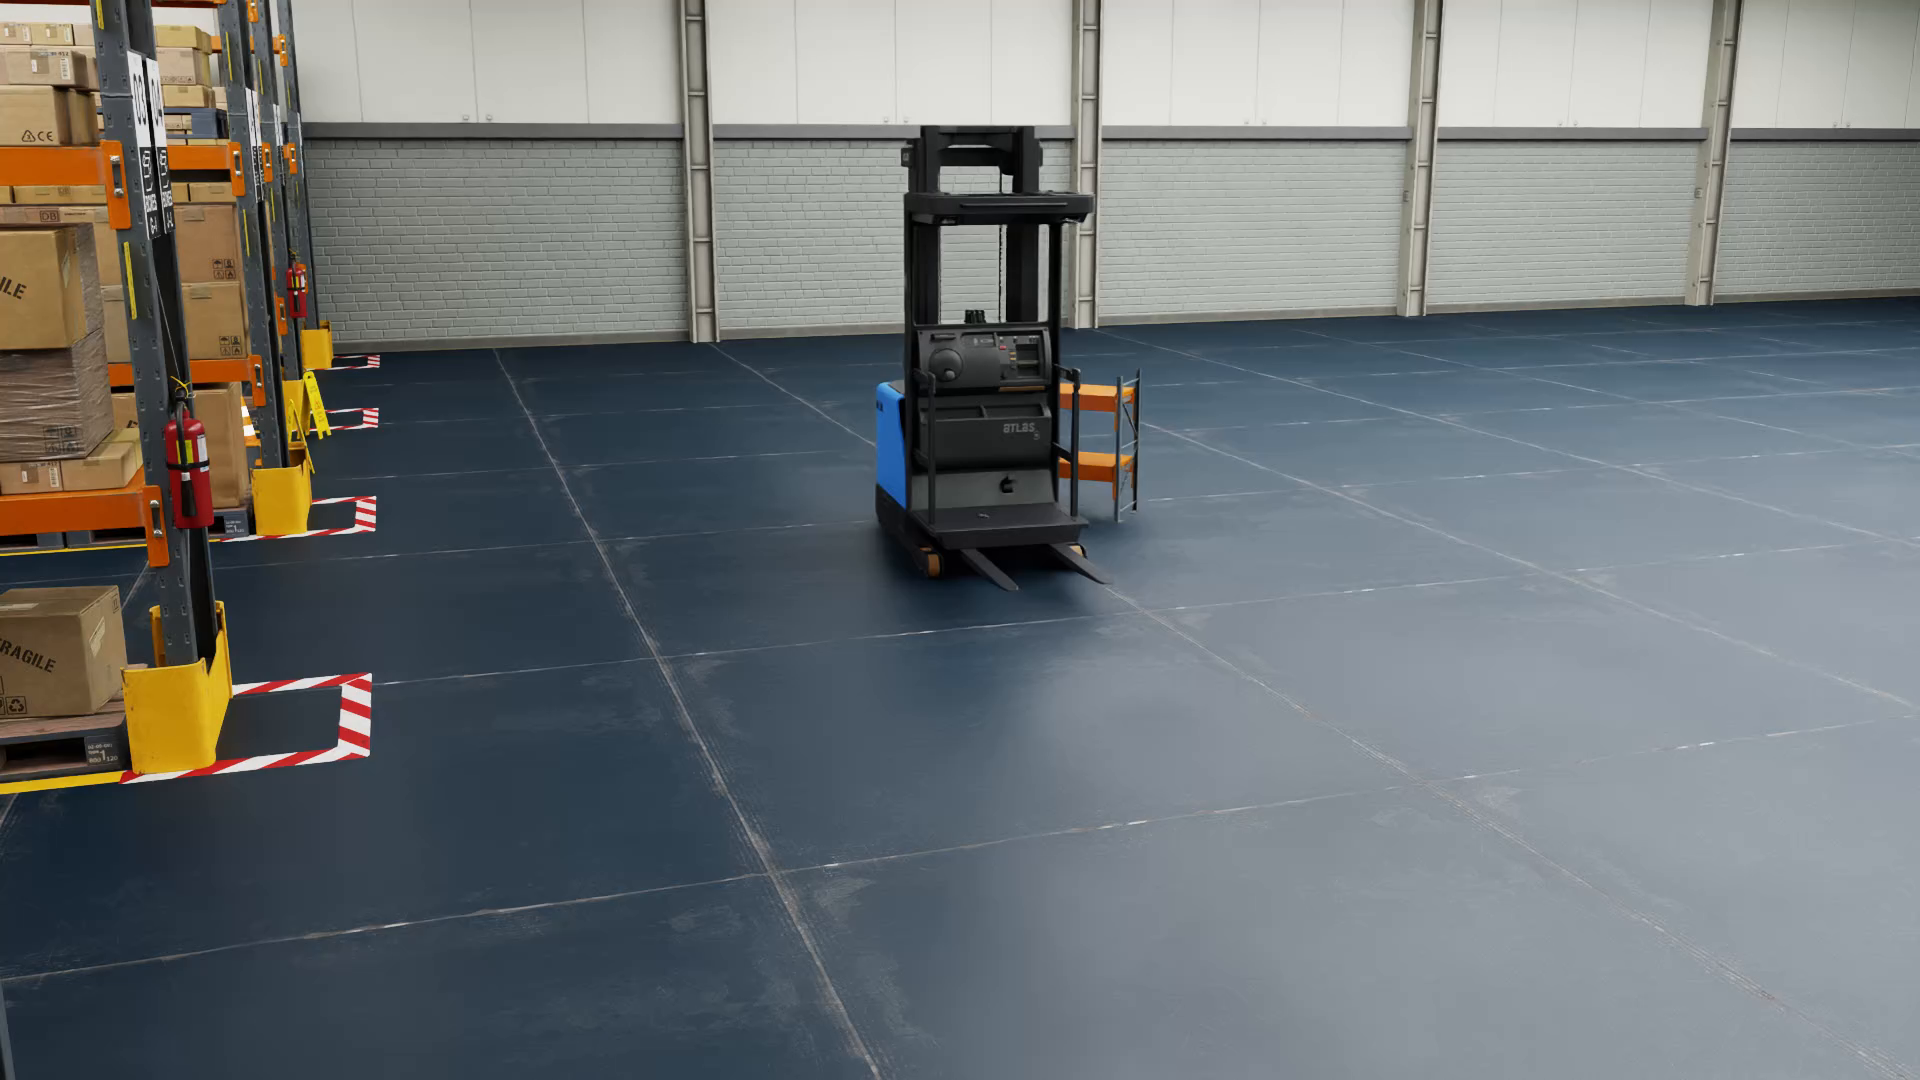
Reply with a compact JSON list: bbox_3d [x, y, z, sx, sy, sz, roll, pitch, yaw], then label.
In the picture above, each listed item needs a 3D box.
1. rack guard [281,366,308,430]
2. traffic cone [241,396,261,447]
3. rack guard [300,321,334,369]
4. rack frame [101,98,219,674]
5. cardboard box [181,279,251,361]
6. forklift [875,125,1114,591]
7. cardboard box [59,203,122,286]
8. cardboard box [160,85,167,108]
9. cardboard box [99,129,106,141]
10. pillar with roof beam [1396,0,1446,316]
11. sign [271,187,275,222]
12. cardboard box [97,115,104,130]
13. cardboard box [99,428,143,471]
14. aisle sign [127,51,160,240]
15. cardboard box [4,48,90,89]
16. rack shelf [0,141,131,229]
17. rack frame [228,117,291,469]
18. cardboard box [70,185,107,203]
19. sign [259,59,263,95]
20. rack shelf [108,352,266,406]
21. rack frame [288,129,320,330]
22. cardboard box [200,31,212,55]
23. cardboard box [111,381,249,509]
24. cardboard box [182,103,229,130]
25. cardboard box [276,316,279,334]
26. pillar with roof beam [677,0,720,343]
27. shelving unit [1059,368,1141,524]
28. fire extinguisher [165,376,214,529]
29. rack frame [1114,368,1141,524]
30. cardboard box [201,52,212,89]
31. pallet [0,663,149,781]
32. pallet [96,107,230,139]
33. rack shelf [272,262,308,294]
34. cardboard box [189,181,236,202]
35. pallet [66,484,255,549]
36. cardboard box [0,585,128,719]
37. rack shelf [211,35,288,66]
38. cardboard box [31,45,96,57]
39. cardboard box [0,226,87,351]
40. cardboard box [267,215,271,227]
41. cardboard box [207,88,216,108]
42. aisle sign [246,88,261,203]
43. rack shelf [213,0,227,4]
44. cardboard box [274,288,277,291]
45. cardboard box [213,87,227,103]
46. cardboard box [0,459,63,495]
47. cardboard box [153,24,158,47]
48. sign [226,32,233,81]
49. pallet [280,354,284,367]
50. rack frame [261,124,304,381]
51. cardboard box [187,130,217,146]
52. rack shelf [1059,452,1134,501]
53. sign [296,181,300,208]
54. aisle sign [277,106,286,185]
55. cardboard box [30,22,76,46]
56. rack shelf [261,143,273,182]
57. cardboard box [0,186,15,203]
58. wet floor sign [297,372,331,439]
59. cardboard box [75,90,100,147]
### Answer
[{"bbox_3d":[-6.973,-1.477,17.272,0.348,0.500,1.175,-4,14,-18],"label":"rack guard"},{"bbox_3d":[-6.897,-1.150,15.978,0.334,0.463,0.336,-4,14,-18],"label":"traffic cone"},{"bbox_3d":[-8.465,-2.573,21.879,0.348,0.500,1.175,-4,14,-18],"label":"rack guard"},{"bbox_3d":[-3.740,-0.525,7.869,0.127,3.000,1.000,-4,14,-18],"label":"rack frame"},{"bbox_3d":[-5.563,-1.656,12.300,0.550,0.550,0.875,-4,14,-18],"label":"cardboard box"},{"bbox_3d":[0.224,-1.267,11.136,1.130,2.935,3.031,-3,14,-14],"label":"forklift"},{"bbox_3d":[-6.082,-2.139,11.997,0.550,0.550,0.875,-4,14,-18],"label":"cardboard box"},{"bbox_3d":[-5.672,-3.093,11.603,0.250,0.149,0.380,-4,14,-18],"label":"cardboard box"},{"bbox_3d":[-8.120,-3.878,16.023,0.250,0.149,0.380,-5,14,-19],"label":"cardboard box"},{"bbox_3d":[8.998,-7.236,23.119,0.400,9.000,9.100,-4,14,-18],"label":"pillar with roof beam"},{"bbox_3d":[-6.743,-3.293,16.318,0.005,0.325,0.100,-4,14,-18],"label":"sign"},{"bbox_3d":[-8.267,-4.057,15.915,0.500,0.250,0.500,-4,14,-16],"label":"cardboard box"},{"bbox_3d":[-4.086,-0.434,8.030,0.250,0.149,0.380,-4,14,-18],"label":"cardboard box"},{"bbox_3d":[-3.586,-1.729,7.311,0.004,0.787,0.394,-4,14,-18],"label":"aisle sign"},{"bbox_3d":[-3.904,-2.017,7.119,0.250,0.149,0.380,-4,14,-18],"label":"cardboard box"},{"bbox_3d":[-5.636,-1.487,6.985,4.000,0.370,1.077,-4,14,-18],"label":"rack shelf"},{"bbox_3d":[-5.226,-1.621,12.474,0.127,3.000,1.000,-4,14,-18],"label":"rack frame"},{"bbox_3d":[-8.248,-3.197,16.082,0.500,0.500,0.700,-5,14,-19],"label":"cardboard box"},{"bbox_3d":[-6.743,-4.466,16.039,0.005,0.325,0.100,-4,14,-18],"label":"sign"},{"bbox_3d":[-7.122,-1.123,11.937,4.000,0.370,1.077,-4,14,-18],"label":"rack shelf"},{"bbox_3d":[-8.487,-3.787,21.582,0.127,3.000,1.000,-4,14,-18],"label":"rack frame"},{"bbox_3d":[-5.644,-3.644,12.193,0.250,0.149,0.380,-4,14,-17],"label":"cardboard box"},{"bbox_3d":[-5.848,-0.727,12.400,0.875,0.875,0.875,-4,14,-18],"label":"cardboard box"},{"bbox_3d":[-7.300,-4.133,16.235,0.500,0.250,0.500,-5,14,-19],"label":"cardboard box"},{"bbox_3d":[-8.849,-2.793,21.355,0.500,0.250,0.500,-5,14,-19],"label":"cardboard box"},{"bbox_3d":[-2.375,-6.351,19.395,0.400,9.000,9.100,-4,14,-18],"label":"pillar with roof beam"},{"bbox_3d":[0.822,-0.773,12.960,1.048,1.125,0.538,6,15,23],"label":"shelving unit"},{"bbox_3d":[-3.485,-0.395,7.489,0.183,0.674,0.296,-4,14,-18],"label":"fire extinguisher"},{"bbox_3d":[1.287,-0.725,12.762,0.032,1.125,0.500,6,15,23],"label":"rack frame"},{"bbox_3d":[-5.765,-3.425,12.137,0.500,0.250,0.500,-4,14,-18],"label":"cardboard box"},{"bbox_3d":[-4.593,0.889,7.949,1.213,0.211,1.003,-4,14,-18],"label":"pallet"},{"bbox_3d":[-5.926,-2.980,11.897,1.213,0.211,1.003,-4,14,-18],"label":"pallet"},{"bbox_3d":[-10.383,-3.290,21.045,4.000,0.370,1.077,-4,14,-18],"label":"rack shelf"},{"bbox_3d":[-7.315,-3.293,16.485,0.500,0.500,0.700,-5,14,-19],"label":"cardboard box"},{"bbox_3d":[-5.959,-0.188,12.476,1.213,0.211,1.003,-4,14,-18],"label":"pallet"},{"bbox_3d":[-4.337,0.529,7.932,0.500,0.500,0.500,-2,14,-8],"label":"cardboard box"},{"bbox_3d":[-10.383,-6.014,20.397,4.000,0.370,1.077,-4,14,-18],"label":"rack shelf"},{"bbox_3d":[-6.075,-3.270,11.486,0.500,0.250,0.500,-4,14,-18],"label":"cardboard box"},{"bbox_3d":[-4.183,-1.110,7.309,0.500,0.500,0.500,-4,14,-18],"label":"cardboard box"},{"bbox_3d":[-8.727,-4.064,21.130,0.250,0.149,0.380,-4,14,-17],"label":"cardboard box"},{"bbox_3d":[-5.653,-3.256,12.285,0.250,0.149,0.380,-4,14,-18],"label":"cardboard box"},{"bbox_3d":[-5.063,-2.825,11.919,0.004,0.787,0.394,-4,14,-18],"label":"aisle sign"},{"bbox_3d":[-7.122,-3.847,11.289,4.000,0.370,1.077,-4,14,-18],"label":"rack shelf"},{"bbox_3d":[-9.003,-3.146,21.762,0.500,0.250,0.500,-5,14,-19],"label":"cardboard box"},{"bbox_3d":[-7.127,-4.334,16.219,0.250,0.149,0.380,-4,14,-18],"label":"cardboard box"},{"bbox_3d":[-4.181,-0.319,7.543,0.250,0.149,0.380,-4,14,-18],"label":"cardboard box"},{"bbox_3d":[-5.674,-3.481,11.510,0.250,0.149,0.380,-4,14,-18],"label":"cardboard box"},{"bbox_3d":[-5.066,-3.352,11.529,0.005,0.325,0.100,-4,14,-18],"label":"sign"},{"bbox_3d":[-9.199,-2.365,21.629,1.213,0.211,1.003,-4,14,-18],"label":"pallet"},{"bbox_3d":[-6.901,-2.699,17.007,0.127,3.000,1.000,-4,14,-18],"label":"rack frame"},{"bbox_3d":[-7.375,-3.923,16.213,0.250,0.149,0.380,-4,14,-18],"label":"cardboard box"},{"bbox_3d":[0.822,-0.535,13.017,1.000,0.278,0.538,6,15,23],"label":"rack shelf"},{"bbox_3d":[-8.327,-4.346,20.916,0.005,0.325,0.100,-4,14,-18],"label":"sign"},{"bbox_3d":[-6.941,-4.036,17.011,0.004,0.787,0.394,-4,14,-18],"label":"aisle sign"},{"bbox_3d":[-6.162,-3.443,11.349,0.250,0.149,0.380,-4,14,-17],"label":"cardboard box"},{"bbox_3d":[-8.796,-3.661,16.122,4.000,0.370,1.077,-4,14,-18],"label":"rack shelf"},{"bbox_3d":[-9.230,-3.132,15.810,0.500,0.500,0.700,-5,14,-19],"label":"cardboard box"},{"bbox_3d":[-6.379,-1.333,16.352,0.232,0.644,0.267,0,13,1],"label":"wet floor sign"},{"bbox_3d":[-4.279,-1.933,7.628,0.500,0.250,0.500,-4,14,-16],"label":"cardboard box"}]
